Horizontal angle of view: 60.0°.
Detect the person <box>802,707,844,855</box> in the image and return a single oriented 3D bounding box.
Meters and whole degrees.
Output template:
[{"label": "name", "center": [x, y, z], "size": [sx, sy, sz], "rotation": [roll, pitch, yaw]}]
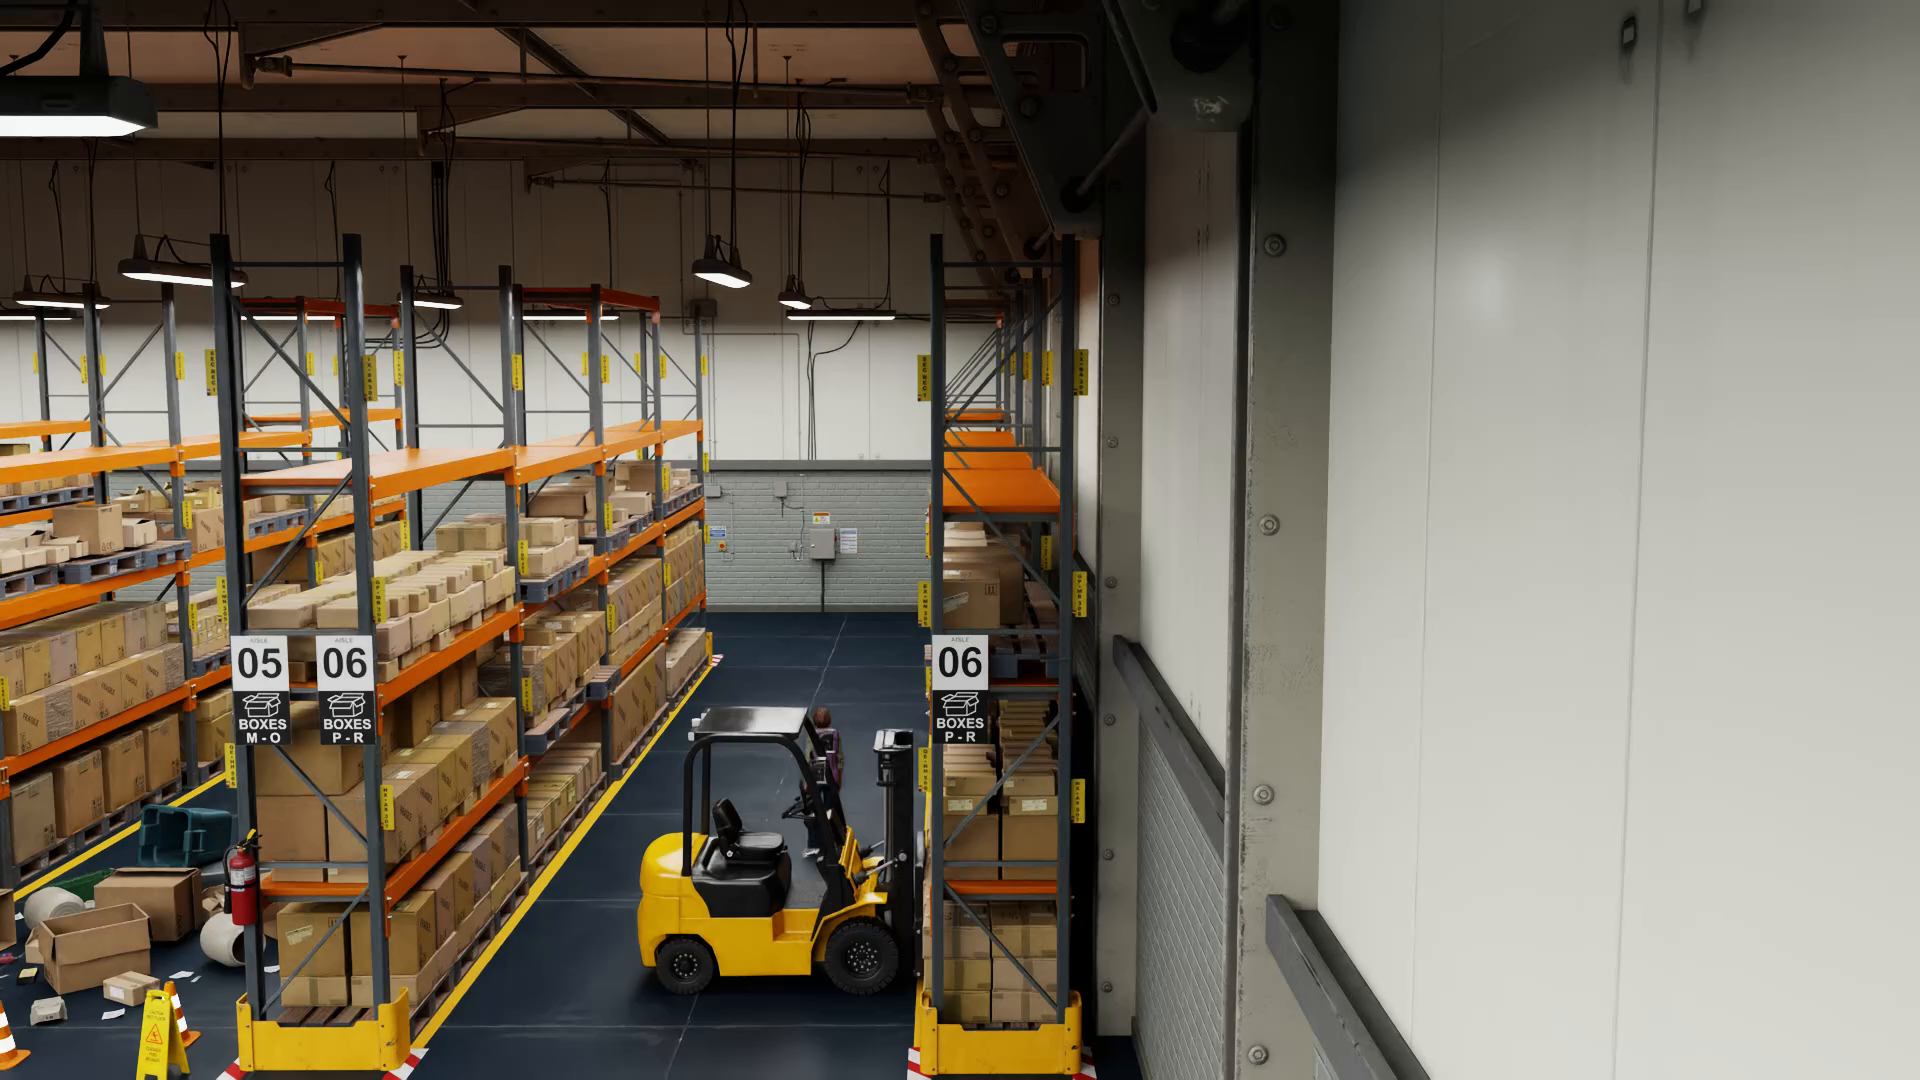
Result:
[{"label": "person", "center": [-1.398, 2.514, 17.050], "size": [0.450, 1.617, 0.627], "rotation": [-2, 7, -14]}]
